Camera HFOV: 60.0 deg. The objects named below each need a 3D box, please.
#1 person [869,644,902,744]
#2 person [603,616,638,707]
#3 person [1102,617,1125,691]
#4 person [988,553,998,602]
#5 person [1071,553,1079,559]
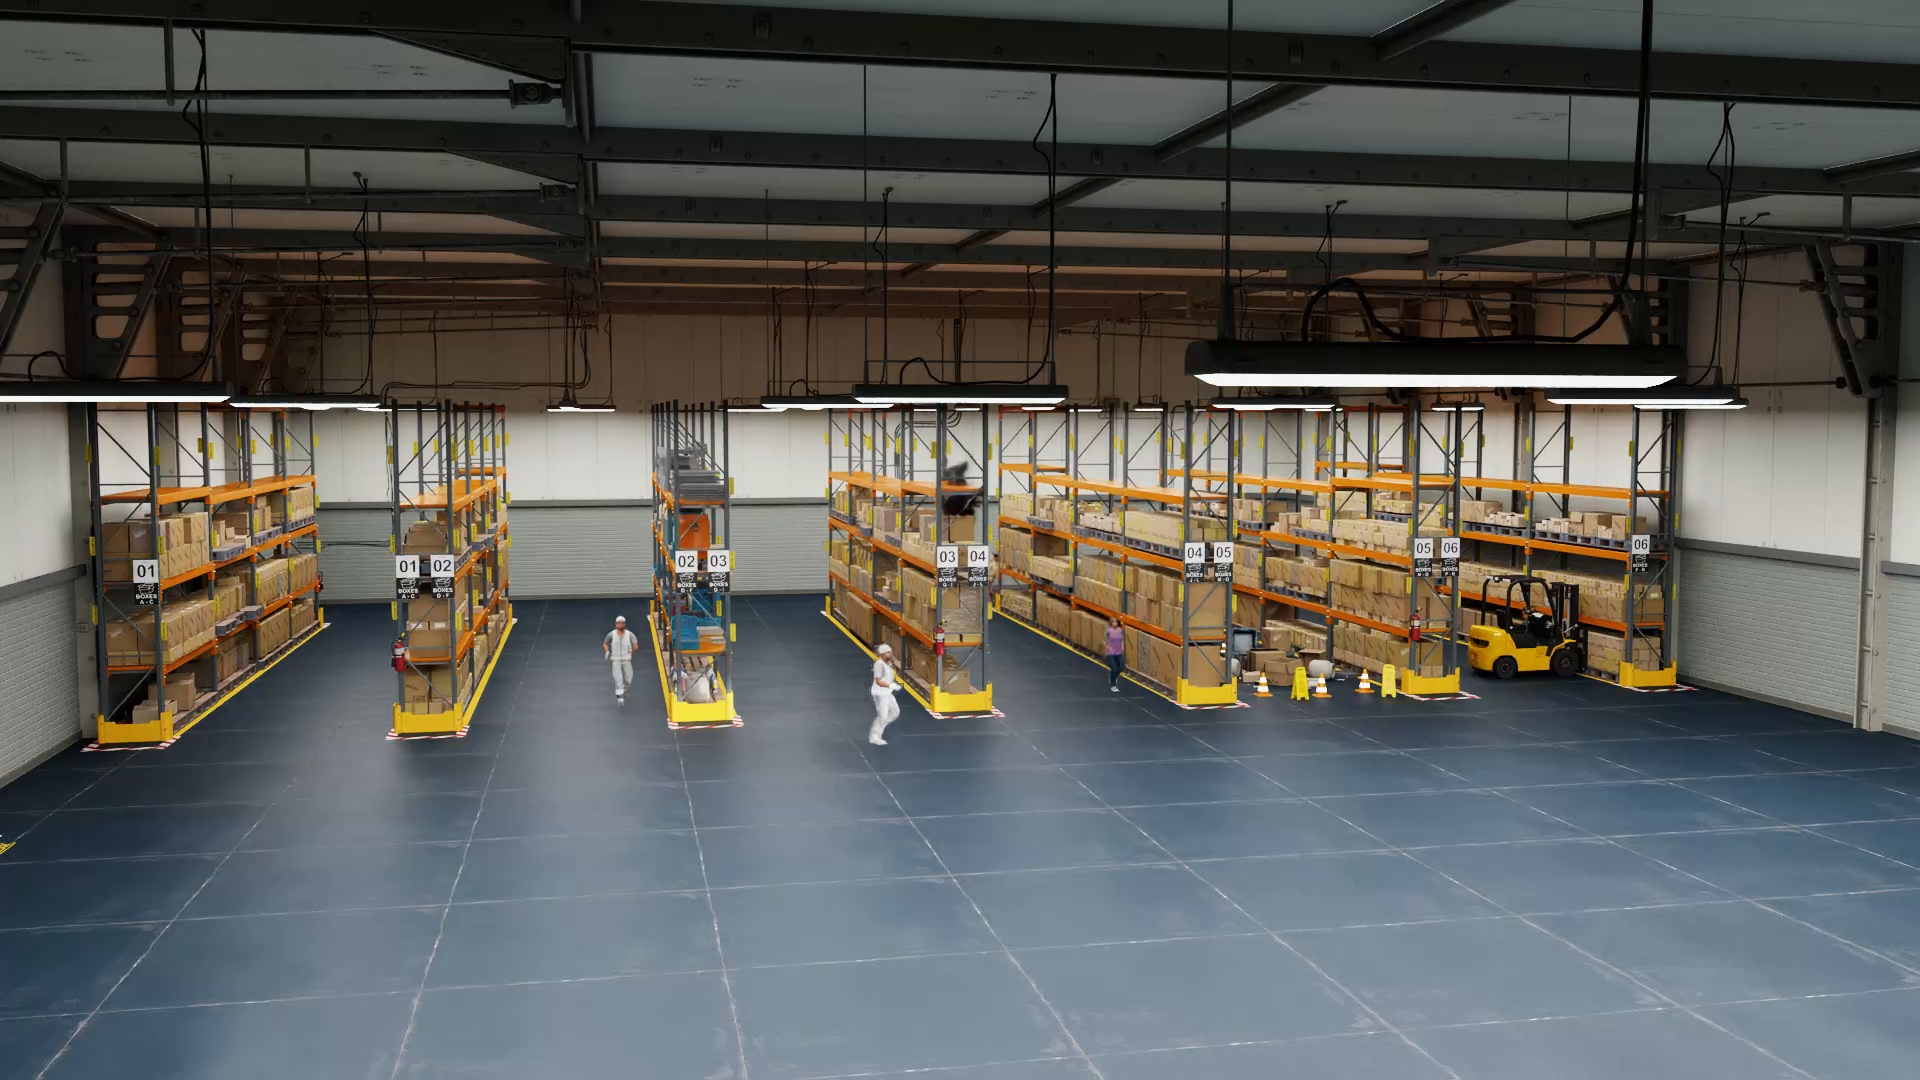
[{"bbox_3d":[-1.275,2.674,28.852,0.629,1.754,0.709,1,5,18],"label":"person"},{"bbox_3d":[-6.670,2.379,32.722,0.668,1.760,0.868,-1,4,-16],"label":"person"},{"bbox_3d":[3.188,2.355,34.371,0.512,1.554,0.530,-1,4,-16],"label":"person"},{"bbox_3d":[0.884,1.161,49.939,0.531,1.581,0.640,0,4,5],"label":"person"},{"bbox_3d":[3.303,1.222,48.228,0.612,1.701,0.920,-2,5,-30],"label":"person"}]
